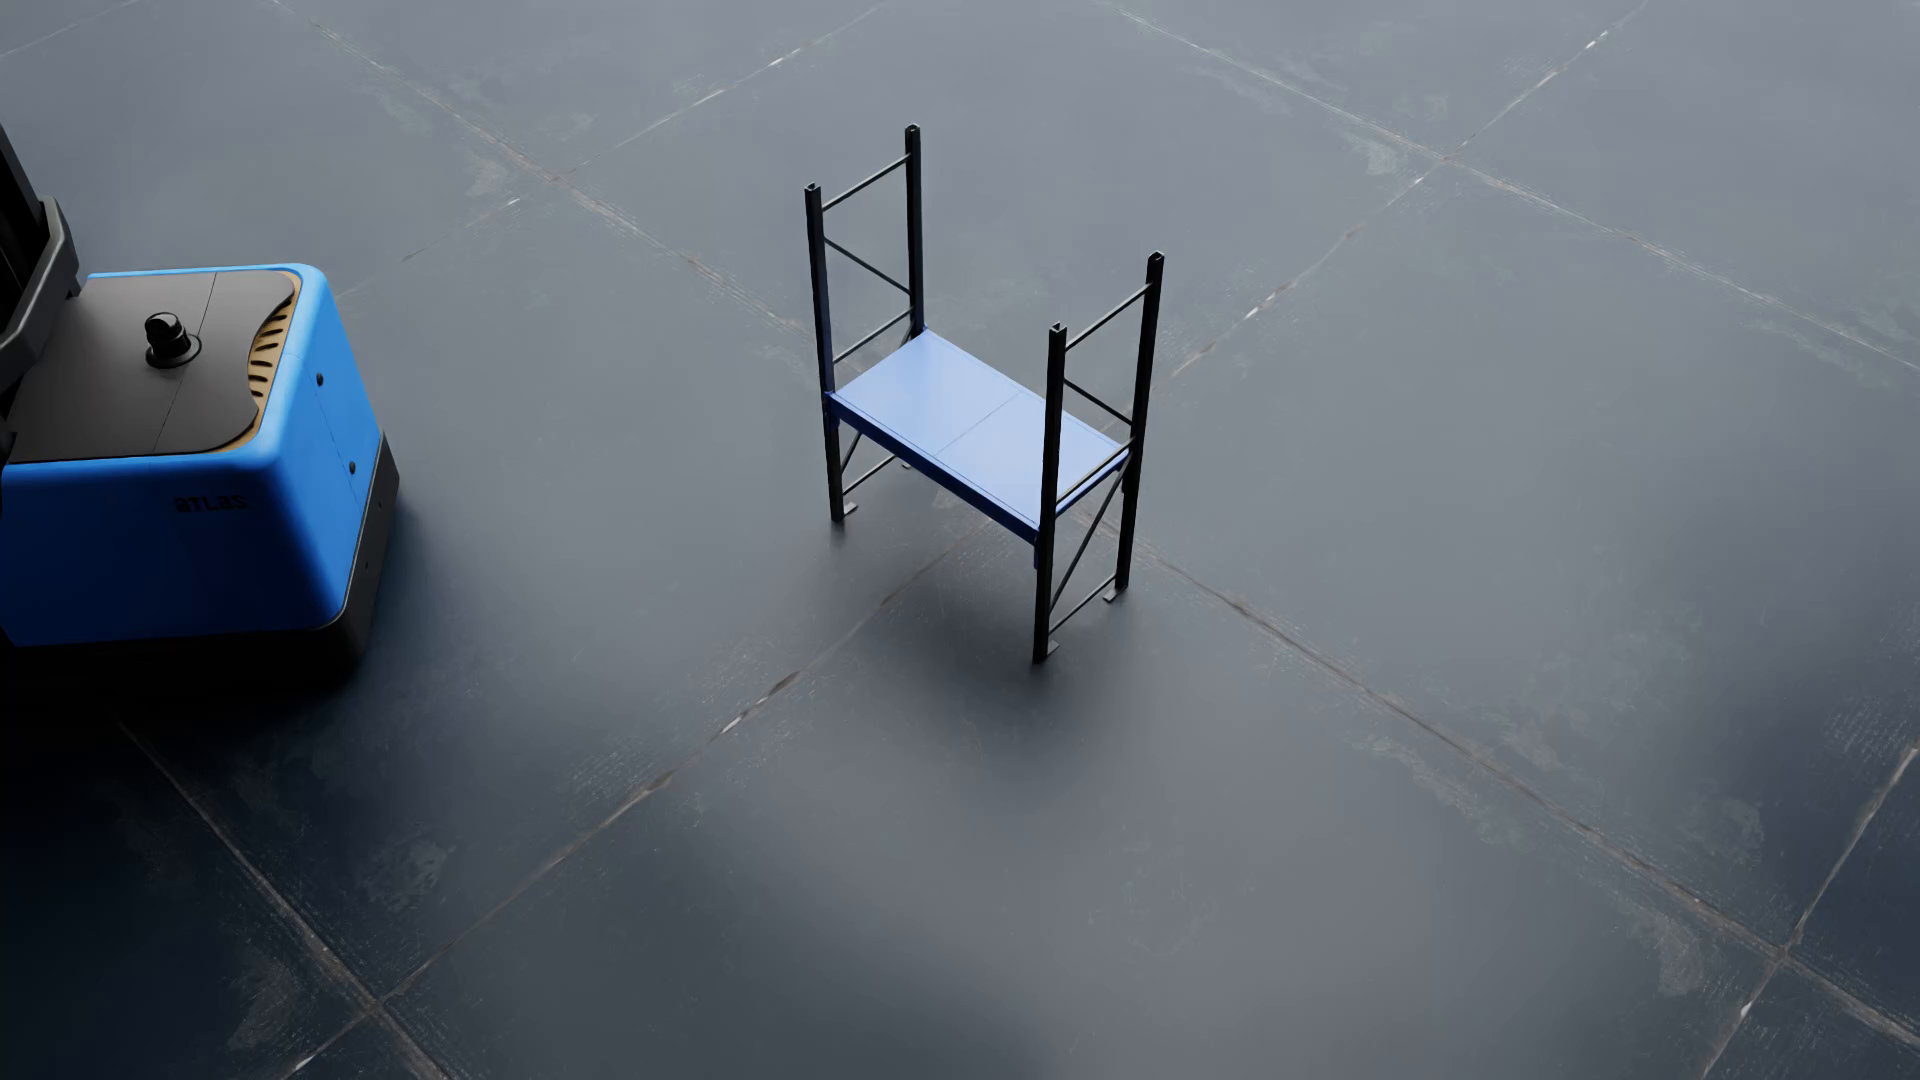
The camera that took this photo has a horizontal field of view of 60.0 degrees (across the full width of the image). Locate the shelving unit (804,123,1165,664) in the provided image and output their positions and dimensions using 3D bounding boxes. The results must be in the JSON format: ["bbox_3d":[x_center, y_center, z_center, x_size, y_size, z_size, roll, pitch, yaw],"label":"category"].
[{"bbox_3d":[0.063,-0.471,5.664,1.048,1.500,0.538,34,55,28],"label":"shelving unit"}]

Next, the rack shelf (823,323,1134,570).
[{"bbox_3d":[0.063,-0.348,5.795,1.000,0.185,0.538,34,55,28],"label":"rack shelf"}]

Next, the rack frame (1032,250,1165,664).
[{"bbox_3d":[0.436,-0.220,5.428,0.032,1.500,0.500,34,55,28],"label":"rack frame"}]

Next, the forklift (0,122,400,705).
[{"bbox_3d":[-3.618,-0.779,4.971,3.031,2.935,1.130,-4,47,-3],"label":"forklift"}]

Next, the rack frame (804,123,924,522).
[{"bbox_3d":[-0.311,-0.723,5.900,0.032,1.500,0.500,34,55,28],"label":"rack frame"}]
